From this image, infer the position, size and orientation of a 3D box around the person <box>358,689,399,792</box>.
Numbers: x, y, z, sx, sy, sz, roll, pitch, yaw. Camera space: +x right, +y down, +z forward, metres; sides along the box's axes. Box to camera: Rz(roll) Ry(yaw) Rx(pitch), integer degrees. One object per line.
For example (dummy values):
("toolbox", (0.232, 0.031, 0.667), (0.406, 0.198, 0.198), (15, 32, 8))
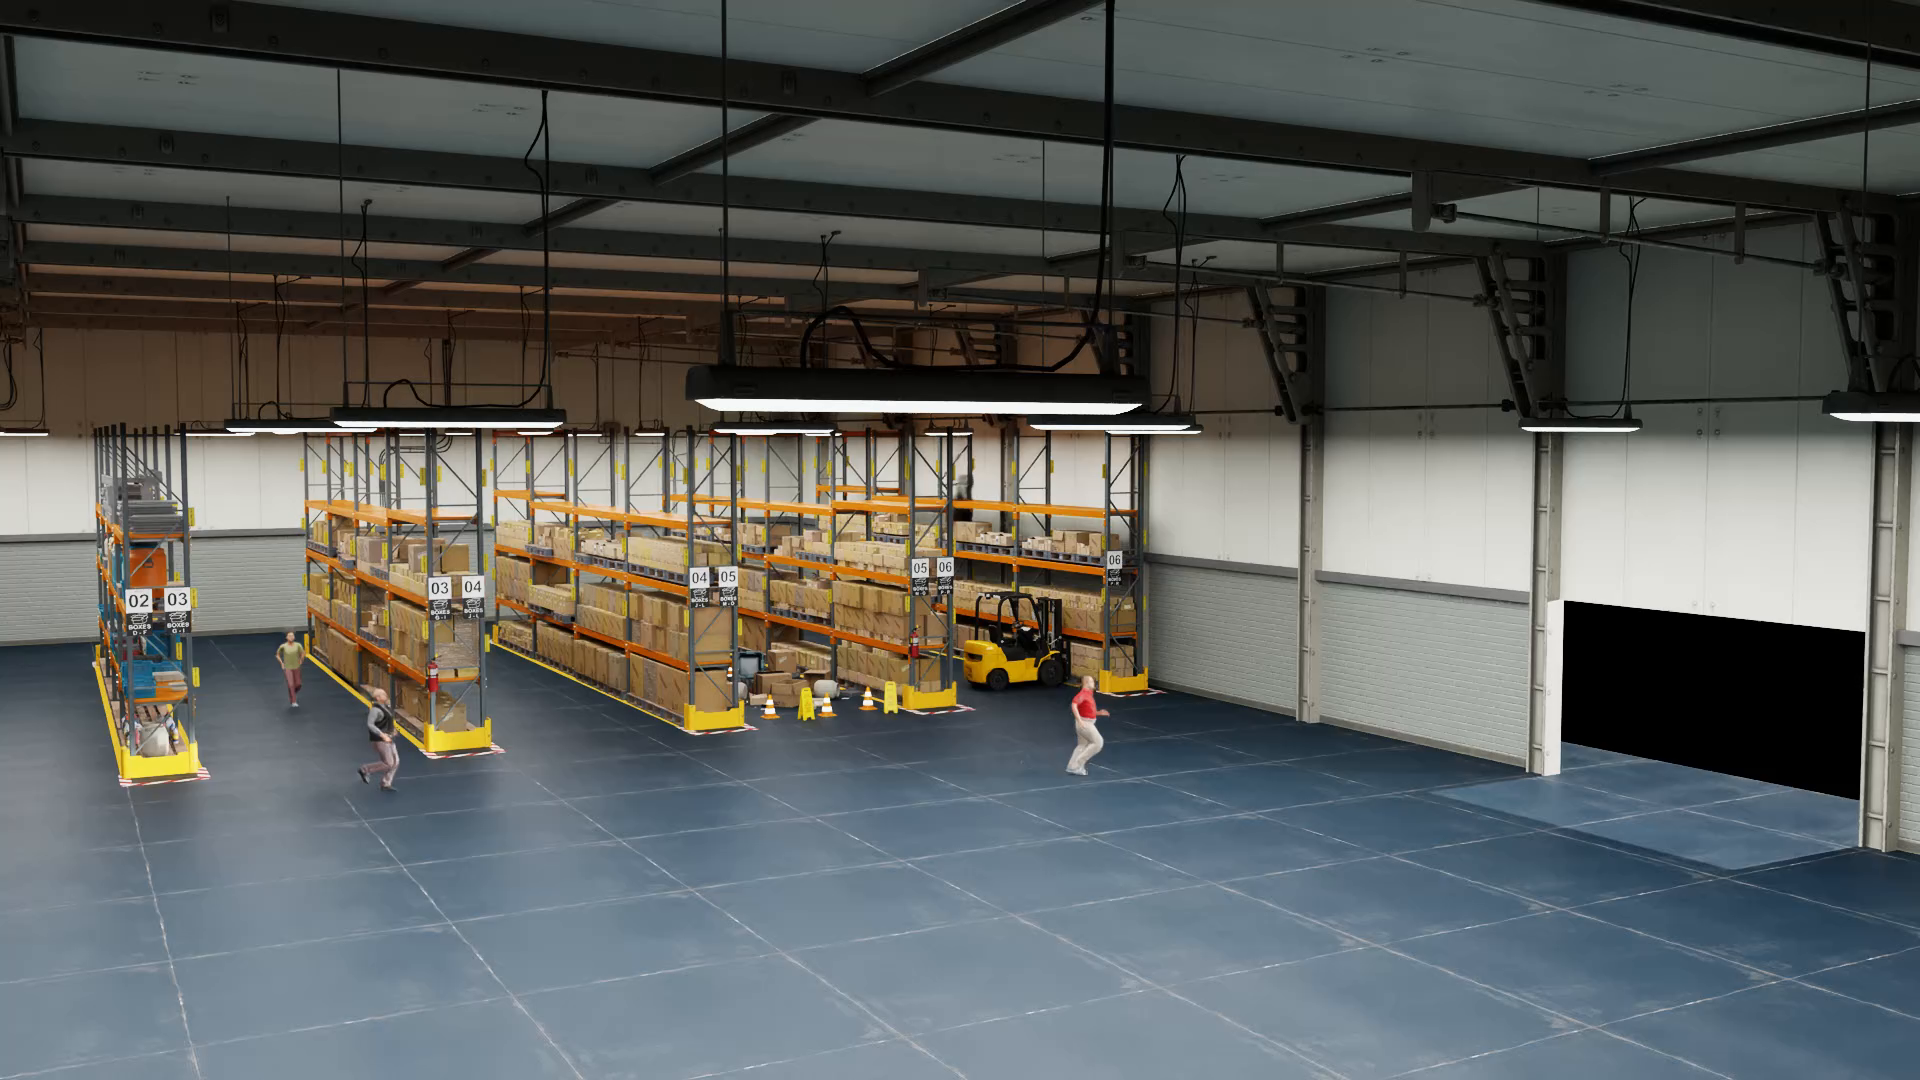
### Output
("person", (-9.440, 3.260, 27.006), (0.625, 1.689, 0.669), (0, 3, -3))

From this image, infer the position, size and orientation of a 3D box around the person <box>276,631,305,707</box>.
("person", (-14.339, 2.749, 35.634), (0.572, 1.627, 0.604), (-2, 4, -31))

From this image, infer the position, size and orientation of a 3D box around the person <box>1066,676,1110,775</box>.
("person", (2.181, 3.152, 28.318), (0.741, 1.688, 0.638), (0, 3, 4))

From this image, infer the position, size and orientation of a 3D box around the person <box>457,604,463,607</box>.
("person", (-14.140, 1.999, 46.755), (0.674, 1.752, 0.699), (1, 4, 18))
